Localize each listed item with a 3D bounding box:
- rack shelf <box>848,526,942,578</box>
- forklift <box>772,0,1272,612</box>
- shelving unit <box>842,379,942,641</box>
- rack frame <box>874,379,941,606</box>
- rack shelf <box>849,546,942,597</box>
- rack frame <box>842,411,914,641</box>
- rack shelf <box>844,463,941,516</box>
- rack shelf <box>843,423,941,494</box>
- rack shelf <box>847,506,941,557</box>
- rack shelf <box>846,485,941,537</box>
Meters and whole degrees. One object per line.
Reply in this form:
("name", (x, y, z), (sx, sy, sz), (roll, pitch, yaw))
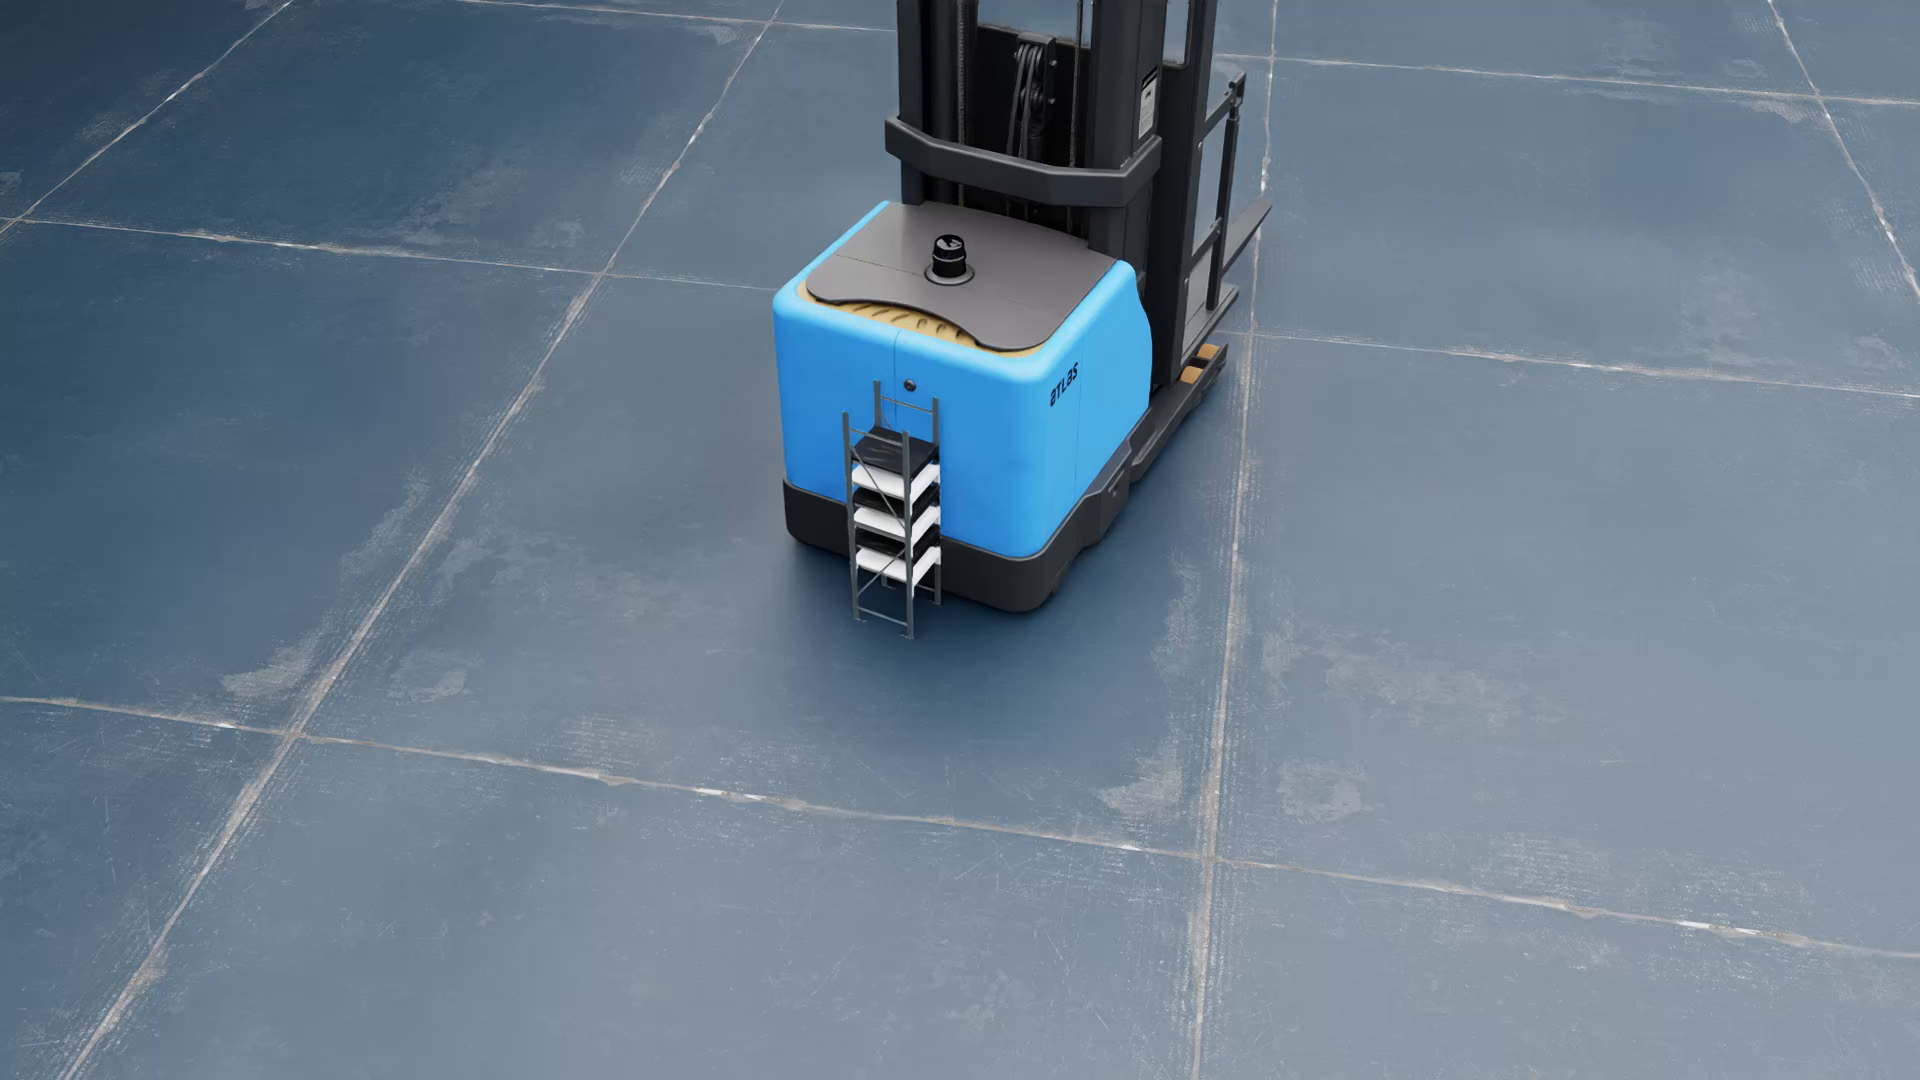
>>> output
("rack shelf", (-0.224, 0.006, 5.730), (0.258, 0.077, 0.200), (18, 43, 21))
("forklift", (0.478, -1.807, 6.135), (1.130, 2.935, 3.031), (18, 43, 21))
("shelving unit", (-0.224, -0.089, 5.651), (0.258, 0.900, 0.210), (18, 43, 21))
("rack frame", (-0.177, -0.146, 5.721), (0.240, 0.900, 0.006), (18, 43, 21))
("rack shelf", (-0.224, 0.076, 5.787), (0.258, 0.077, 0.200), (18, 43, 21))
("rack frame", (-0.271, -0.031, 5.582), (0.240, 0.900, 0.006), (18, 43, 21))
("rack shelf", (-0.224, -0.202, 5.558), (0.258, 0.077, 0.200), (18, 43, 21))
("rack shelf", (-0.224, -0.271, 5.500), (0.258, 0.077, 0.200), (18, 43, 21))
("rack shelf", (-0.224, -0.063, 5.672), (0.258, 0.077, 0.200), (18, 43, 21))
("rack shelf", (-0.224, -0.132, 5.615), (0.258, 0.077, 0.200), (18, 43, 21))
